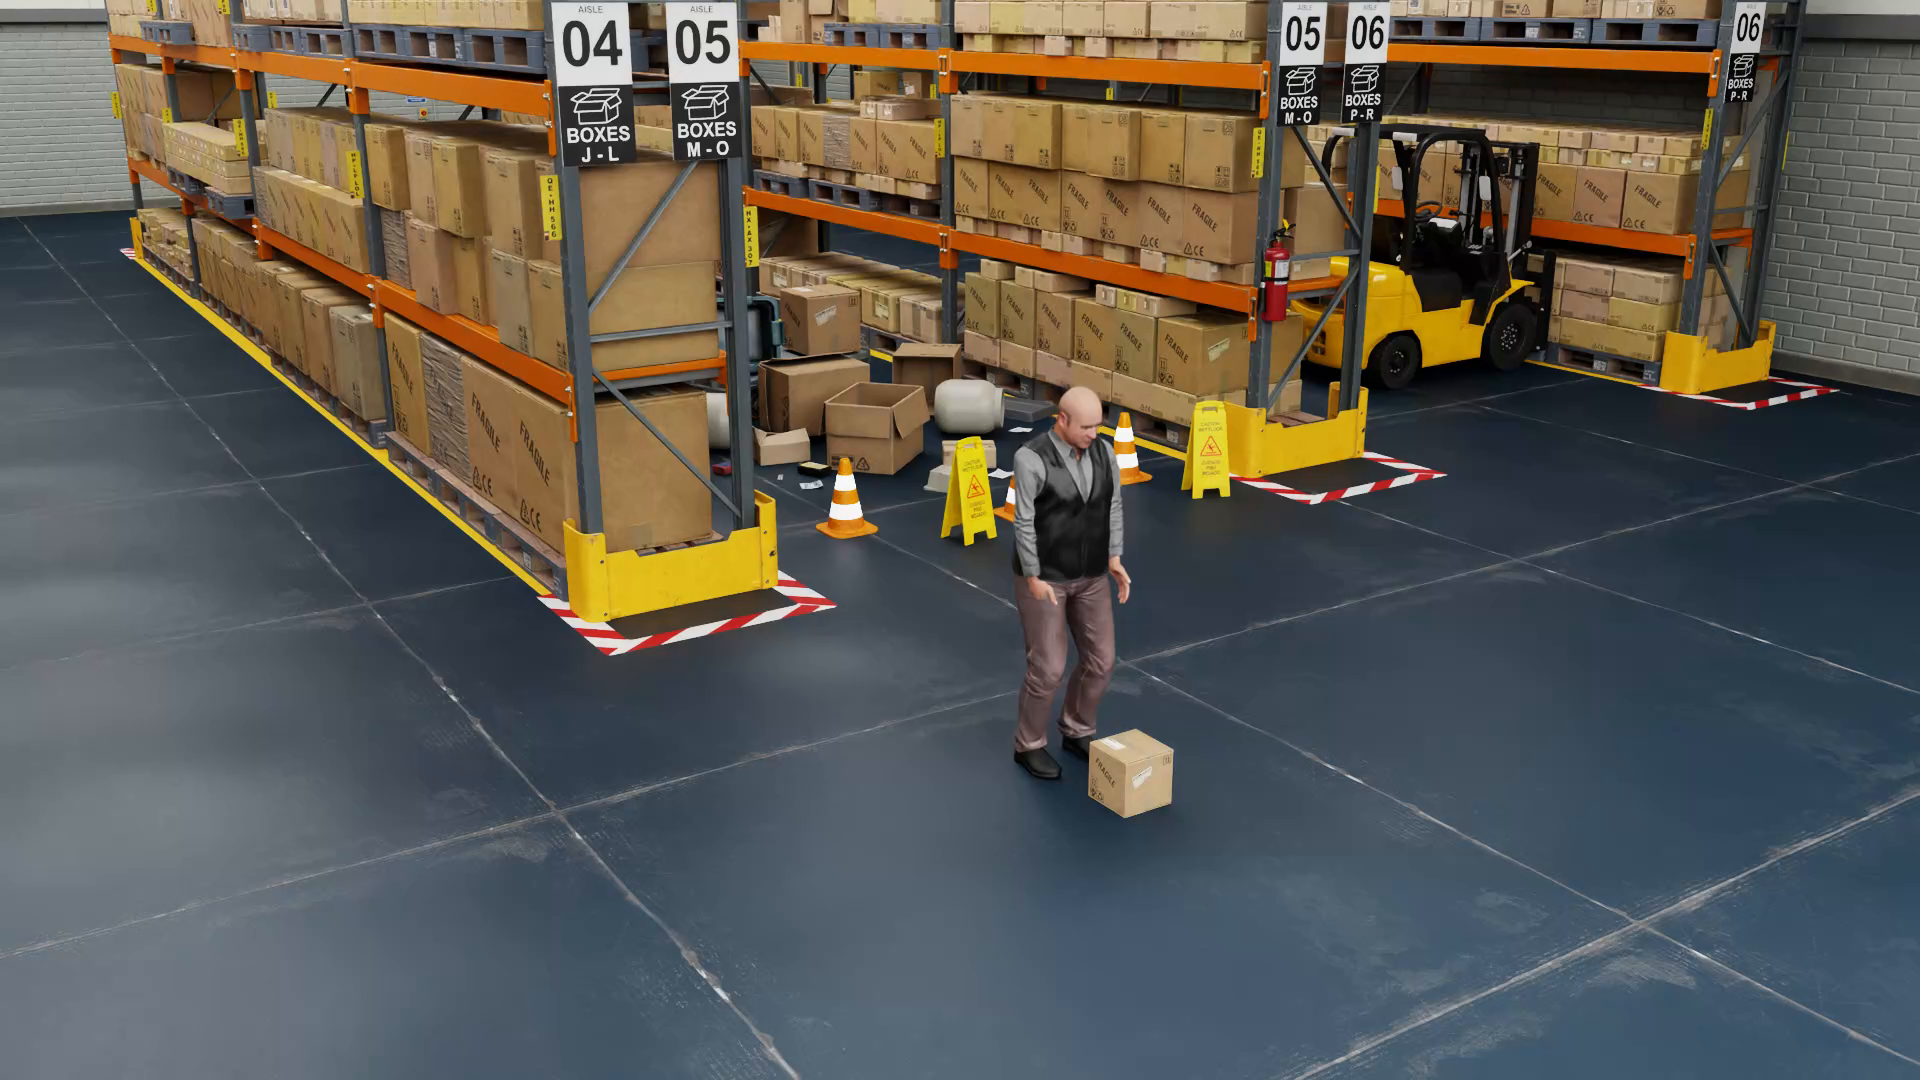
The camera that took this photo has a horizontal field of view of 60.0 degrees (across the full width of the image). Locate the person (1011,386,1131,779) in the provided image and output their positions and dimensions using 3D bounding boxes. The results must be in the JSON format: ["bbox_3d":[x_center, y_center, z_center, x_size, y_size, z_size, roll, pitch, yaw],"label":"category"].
[{"bbox_3d":[0.462,0.163,7.145,0.546,1.698,0.378,-11,21,-30],"label":"person"}]
